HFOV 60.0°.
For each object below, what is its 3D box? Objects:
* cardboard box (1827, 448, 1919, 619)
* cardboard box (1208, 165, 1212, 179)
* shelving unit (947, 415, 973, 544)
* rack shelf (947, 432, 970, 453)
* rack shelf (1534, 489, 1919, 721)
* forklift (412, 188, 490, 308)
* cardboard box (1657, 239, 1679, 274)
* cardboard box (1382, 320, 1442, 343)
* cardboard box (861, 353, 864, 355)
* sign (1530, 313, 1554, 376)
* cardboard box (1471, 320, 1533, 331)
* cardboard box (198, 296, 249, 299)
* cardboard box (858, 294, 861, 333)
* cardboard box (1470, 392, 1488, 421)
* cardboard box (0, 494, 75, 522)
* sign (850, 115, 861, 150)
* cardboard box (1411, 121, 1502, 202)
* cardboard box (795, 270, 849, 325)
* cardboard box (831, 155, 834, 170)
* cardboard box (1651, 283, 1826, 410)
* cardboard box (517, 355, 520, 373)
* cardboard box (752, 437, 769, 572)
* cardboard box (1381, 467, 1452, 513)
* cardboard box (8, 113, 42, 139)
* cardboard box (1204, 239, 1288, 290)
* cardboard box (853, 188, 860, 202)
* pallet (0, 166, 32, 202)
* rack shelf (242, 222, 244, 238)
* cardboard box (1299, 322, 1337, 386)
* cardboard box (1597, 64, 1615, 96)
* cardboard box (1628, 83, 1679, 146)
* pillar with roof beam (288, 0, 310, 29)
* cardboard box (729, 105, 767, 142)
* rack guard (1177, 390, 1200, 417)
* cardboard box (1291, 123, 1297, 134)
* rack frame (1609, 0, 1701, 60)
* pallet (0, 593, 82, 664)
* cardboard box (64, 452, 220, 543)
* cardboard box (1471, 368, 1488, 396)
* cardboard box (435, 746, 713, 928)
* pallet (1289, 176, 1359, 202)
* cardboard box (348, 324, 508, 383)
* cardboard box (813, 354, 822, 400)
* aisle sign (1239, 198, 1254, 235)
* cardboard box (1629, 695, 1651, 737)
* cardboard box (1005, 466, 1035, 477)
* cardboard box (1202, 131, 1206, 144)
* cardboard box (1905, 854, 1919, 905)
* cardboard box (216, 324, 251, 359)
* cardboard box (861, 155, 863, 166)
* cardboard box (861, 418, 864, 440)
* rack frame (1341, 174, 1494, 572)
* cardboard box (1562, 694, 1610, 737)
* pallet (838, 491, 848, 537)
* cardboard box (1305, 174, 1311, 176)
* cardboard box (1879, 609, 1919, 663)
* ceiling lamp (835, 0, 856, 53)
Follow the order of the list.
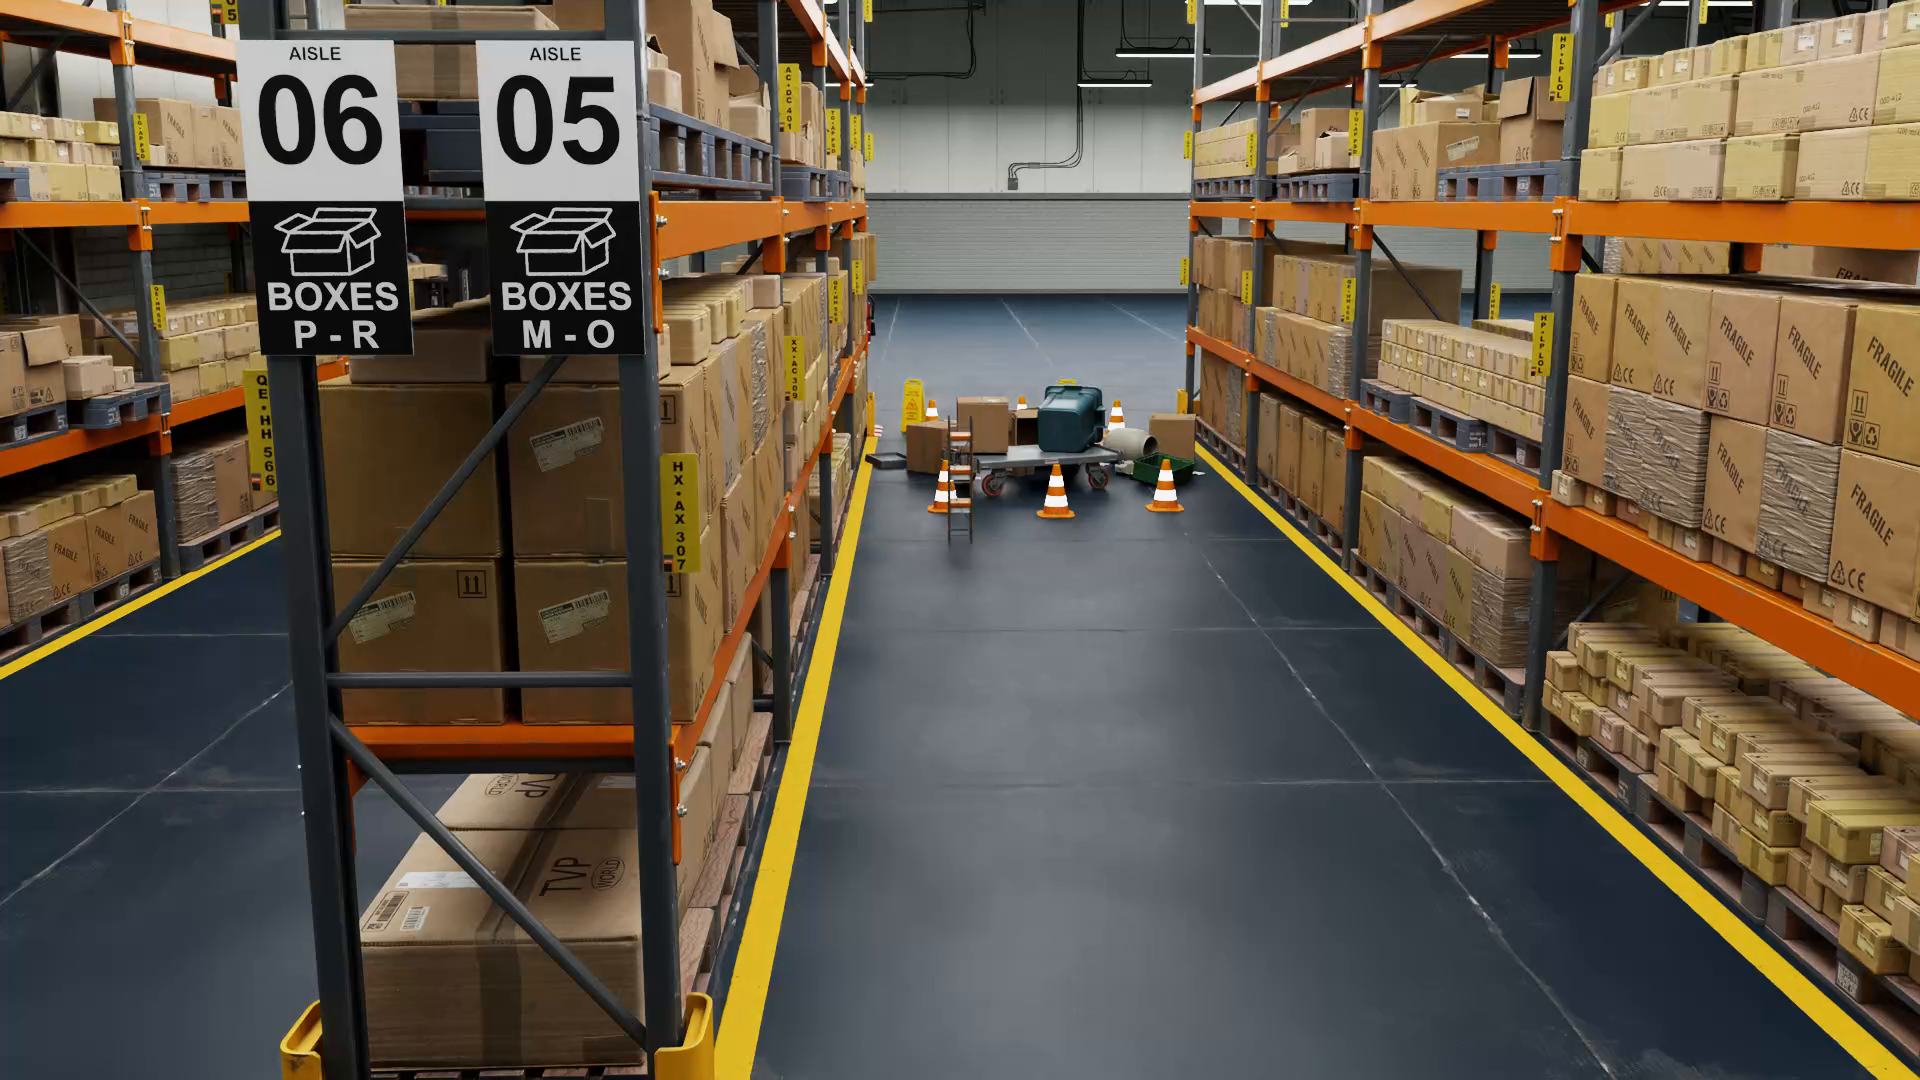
[{"bbox_3d":[3.365,-0.033,5.678,0.500,0.500,0.500,0,11,-2],"label":"cardboard box"},{"bbox_3d":[3.014,-4.160,18.798,0.380,0.149,0.250,0,11,-1],"label":"cardboard box"},{"bbox_3d":[0.001,-0.504,13.902,0.215,1.050,0.252,0,11,-1],"label":"shelving unit"},{"bbox_3d":[0.001,-0.772,13.848,0.215,0.259,0.240,0,11,-1],"label":"rack shelf"},{"bbox_3d":[3.596,0.307,6.809,1.077,0.370,4.000,0,11,-1],"label":"rack shelf"},{"bbox_3d":[-3.716,-1.402,13.596,1.130,2.935,3.031,-10,15,-41],"label":"forklift"},{"bbox_3d":[8.038,-3.105,18.304,0.500,0.500,0.500,0,11,-1],"label":"cardboard box"},{"bbox_3d":[3.288,-1.519,12.080,0.380,0.149,0.250,0,11,-1],"label":"cardboard box"},{"bbox_3d":[-1.286,-2.051,18.964,0.380,0.149,0.250,0,11,0],"label":"cardboard box"},{"bbox_3d":[3.000,-1.007,8.568,0.100,0.325,0.005,0,11,-1],"label":"sign"},{"bbox_3d":[3.940,-1.517,12.070,0.380,0.149,0.250,-1,11,-3],"label":"cardboard box"},{"bbox_3d":[-6.770,-2.164,15.301,0.380,0.149,0.250,0,11,-1],"label":"cardboard box"},{"bbox_3d":[-1.319,-2.476,17.718,0.500,0.500,0.500,0,11,-2],"label":"cardboard box"},{"bbox_3d":[3.323,-0.810,10.083,0.380,0.149,0.250,-1,11,-4],"label":"cardboard box"},{"bbox_3d":[-6.216,-0.219,11.191,0.380,0.149,0.250,0,11,1],"label":"cardboard box"},{"bbox_3d":[-1.003,-3.912,15.963,0.100,0.325,0.005,0,11,-1],"label":"sign"},{"bbox_3d":[3.251,-2.444,10.764,0.500,0.500,0.500,0,11,-1],"label":"cardboard box"},{"bbox_3d":[-1.319,-2.302,15.807,0.500,0.500,0.500,0,11,-2],"label":"cardboard box"},{"bbox_3d":[-1.395,-3.379,14.946,0.500,0.250,0.500,0,11,0],"label":"cardboard box"},{"bbox_3d":[3.326,-0.834,7.109,0.500,0.500,0.500,0,11,0],"label":"cardboard box"},{"bbox_3d":[-1.117,-0.588,5.014,0.380,0.149,0.250,0,11,0],"label":"cardboard box"},{"bbox_3d":[-1.086,-0.158,7.043,0.500,0.500,0.500,0,11,-2],"label":"cardboard box"},{"bbox_3d":[3.255,-0.347,11.571,0.500,0.250,0.500,0,11,-2],"label":"cardboard box"},{"bbox_3d":[-6.115,-2.639,10.606,0.380,0.149,0.250,0,11,-2],"label":"cardboard box"},{"bbox_3d":[3.255,-3.136,18.880,0.875,0.550,0.550,0,11,-1],"label":"cardboard box"},{"bbox_3d":[-1.258,-3.659,17.639,0.380,0.149,0.250,0,11,-2],"label":"cardboard box"},{"bbox_3d":[-6.323,-2.095,9.771,1.213,0.211,1.003,0,11,-1],"label":"pallet"},{"bbox_3d":[-6.561,-3.487,17.965,1.077,0.370,4.000,0,11,-1],"label":"rack shelf"},{"bbox_3d":[3.175,-1.574,14.021,0.500,0.500,0.500,0,11,-2],"label":"cardboard box"},{"bbox_3d":[3.318,-2.221,8.035,0.380,0.149,0.250,0,11,-2],"label":"cardboard box"},{"bbox_3d":[3.330,-1.889,7.399,0.500,0.250,0.500,0,11,-1],"label":"cardboard box"},{"bbox_3d":[-3.185,-5.582,18.942,9.100,9.000,0.400,0,11,-1],"label":"pillar with roof beam"},{"bbox_3d":[-1.054,-1.826,7.295,0.380,0.149,0.250,0,11,0],"label":"cardboard box"},{"bbox_3d":[3.306,-1.608,20.727,1.175,0.500,0.348,0,11,-1],"label":"rack guard"},{"bbox_3d":[3.699,-4.302,17.494,0.380,0.149,0.250,0,11,-1],"label":"cardboard box"},{"bbox_3d":[8.268,-5.769,19.860,1.000,3.000,0.127,0,11,-1],"label":"rack frame"},{"bbox_3d":[-6.438,0.581,10.666,1.003,0.211,1.213,0,11,-1],"label":"pallet"},{"bbox_3d":[-6.437,-0.342,13.119,0.875,0.625,0.625,0,11,1],"label":"cardboard box"},{"bbox_3d":[3.326,-0.957,10.061,0.380,0.149,0.250,-1,11,-4],"label":"cardboard box"},{"bbox_3d":[-1.451,1.130,6.333,0.875,0.438,0.875,0,11,0],"label":"cardboard box"},{"bbox_3d":[3.380,-2.965,14.063,1.003,0.211,1.213,0,11,1],"label":"pallet"},{"bbox_3d":[-1.517,-0.535,4.753,0.380,0.149,0.250,0,11,0],"label":"cardboard box"},{"bbox_3d":[-1.166,-1.070,10.910,0.500,0.250,0.500,-1,11,-3],"label":"cardboard box"},{"bbox_3d":[3.605,-4.118,20.272,0.394,0.787,0.004,0,11,-1],"label":"aisle sign"},{"bbox_3d":[3.381,0.828,7.799,0.380,0.149,0.250,-1,11,-4],"label":"cardboard box"},{"bbox_3d":[0.571,-0.823,17.450,0.258,0.266,0.396,-10,15,-40],"label":"cardboard box"},{"bbox_3d":[3.005,-4.652,19.221,0.380,0.149,0.250,0,11,-2],"label":"cardboard box"},{"bbox_3d":[3.373,1.148,5.474,0.380,0.149,0.250,0,11,0],"label":"cardboard box"},{"bbox_3d":[-6.204,-1.641,13.722,0.500,0.250,0.500,-1,11,-3],"label":"cardboard box"},{"bbox_3d":[-1.338,-4.459,19.578,0.380,0.149,0.250,0,11,-1],"label":"cardboard box"},{"bbox_3d":[-1.335,-1.279,18.681,0.500,0.250,0.500,-1,11,-3],"label":"cardboard box"},{"bbox_3d":[3.472,-1.238,12.617,1.000,3.000,0.127,0,11,-1],"label":"rack frame"},{"bbox_3d":[3.246,0.875,8.315,0.380,0.149,0.250,0,11,1],"label":"cardboard box"},{"bbox_3d":[-1.512,-0.228,14.653,1.003,0.211,1.213,0,11,-1],"label":"pallet"},{"bbox_3d":[3.714,-3.760,16.828,0.380,0.149,0.250,0,11,-1],"label":"cardboard box"},{"bbox_3d":[3.360,0.312,5.607,0.380,0.149,0.250,0,11,-2],"label":"cardboard box"},{"bbox_3d":[-3.093,-11.829,35.053,2.000,3.185,0.800,0,11,-1],"label":"ceiling lamp"}]
